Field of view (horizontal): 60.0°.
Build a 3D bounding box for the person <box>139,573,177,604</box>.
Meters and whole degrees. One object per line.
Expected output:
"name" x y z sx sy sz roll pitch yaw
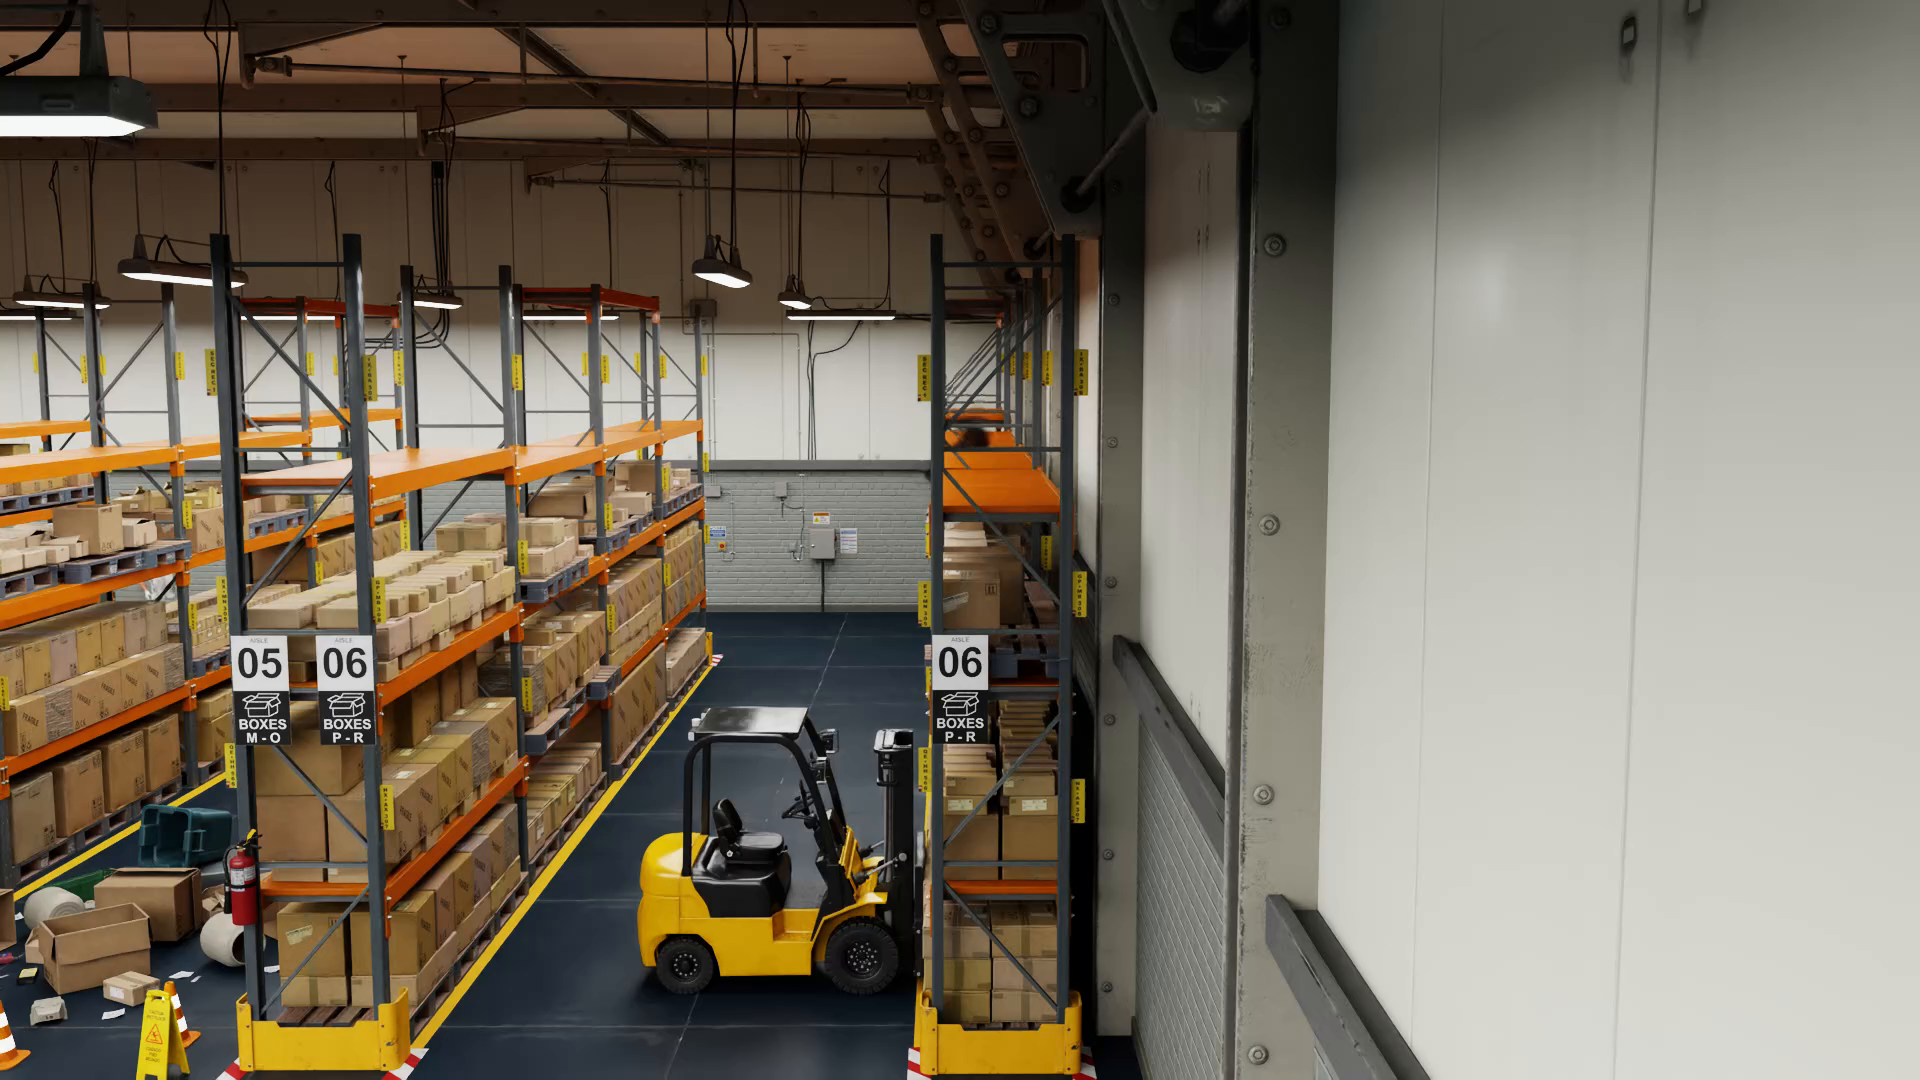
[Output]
"person" -13.975 1.068 29.154 0.861 1.803 0.655 6 9 42
